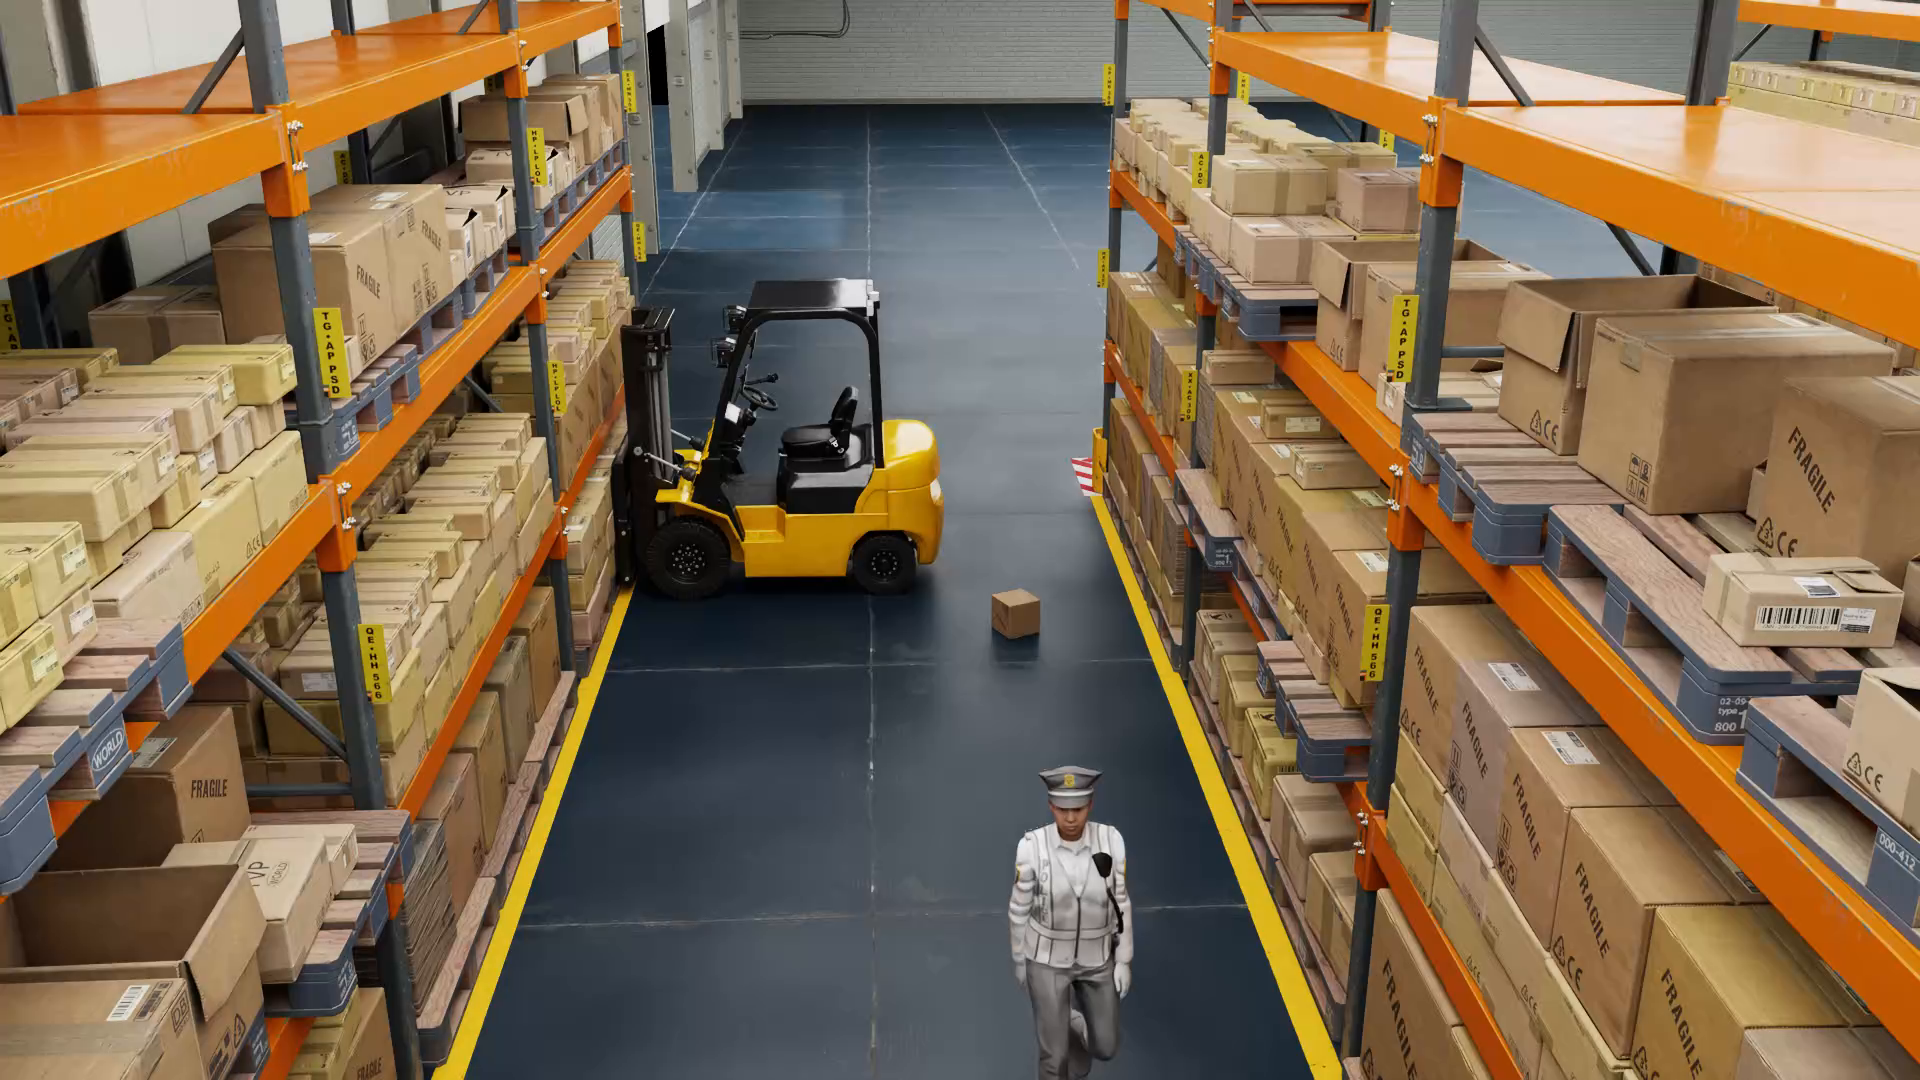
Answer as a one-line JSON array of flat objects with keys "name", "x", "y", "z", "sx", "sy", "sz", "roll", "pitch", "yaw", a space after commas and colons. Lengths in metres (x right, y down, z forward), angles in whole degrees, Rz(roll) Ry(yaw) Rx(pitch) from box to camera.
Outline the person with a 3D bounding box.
[{"name": "person", "x": 0.435, "y": 1.632, "z": 6.618, "sx": 0.486, "sy": 1.676, "sz": 0.636, "roll": -3, "pitch": 21, "yaw": -8}]
